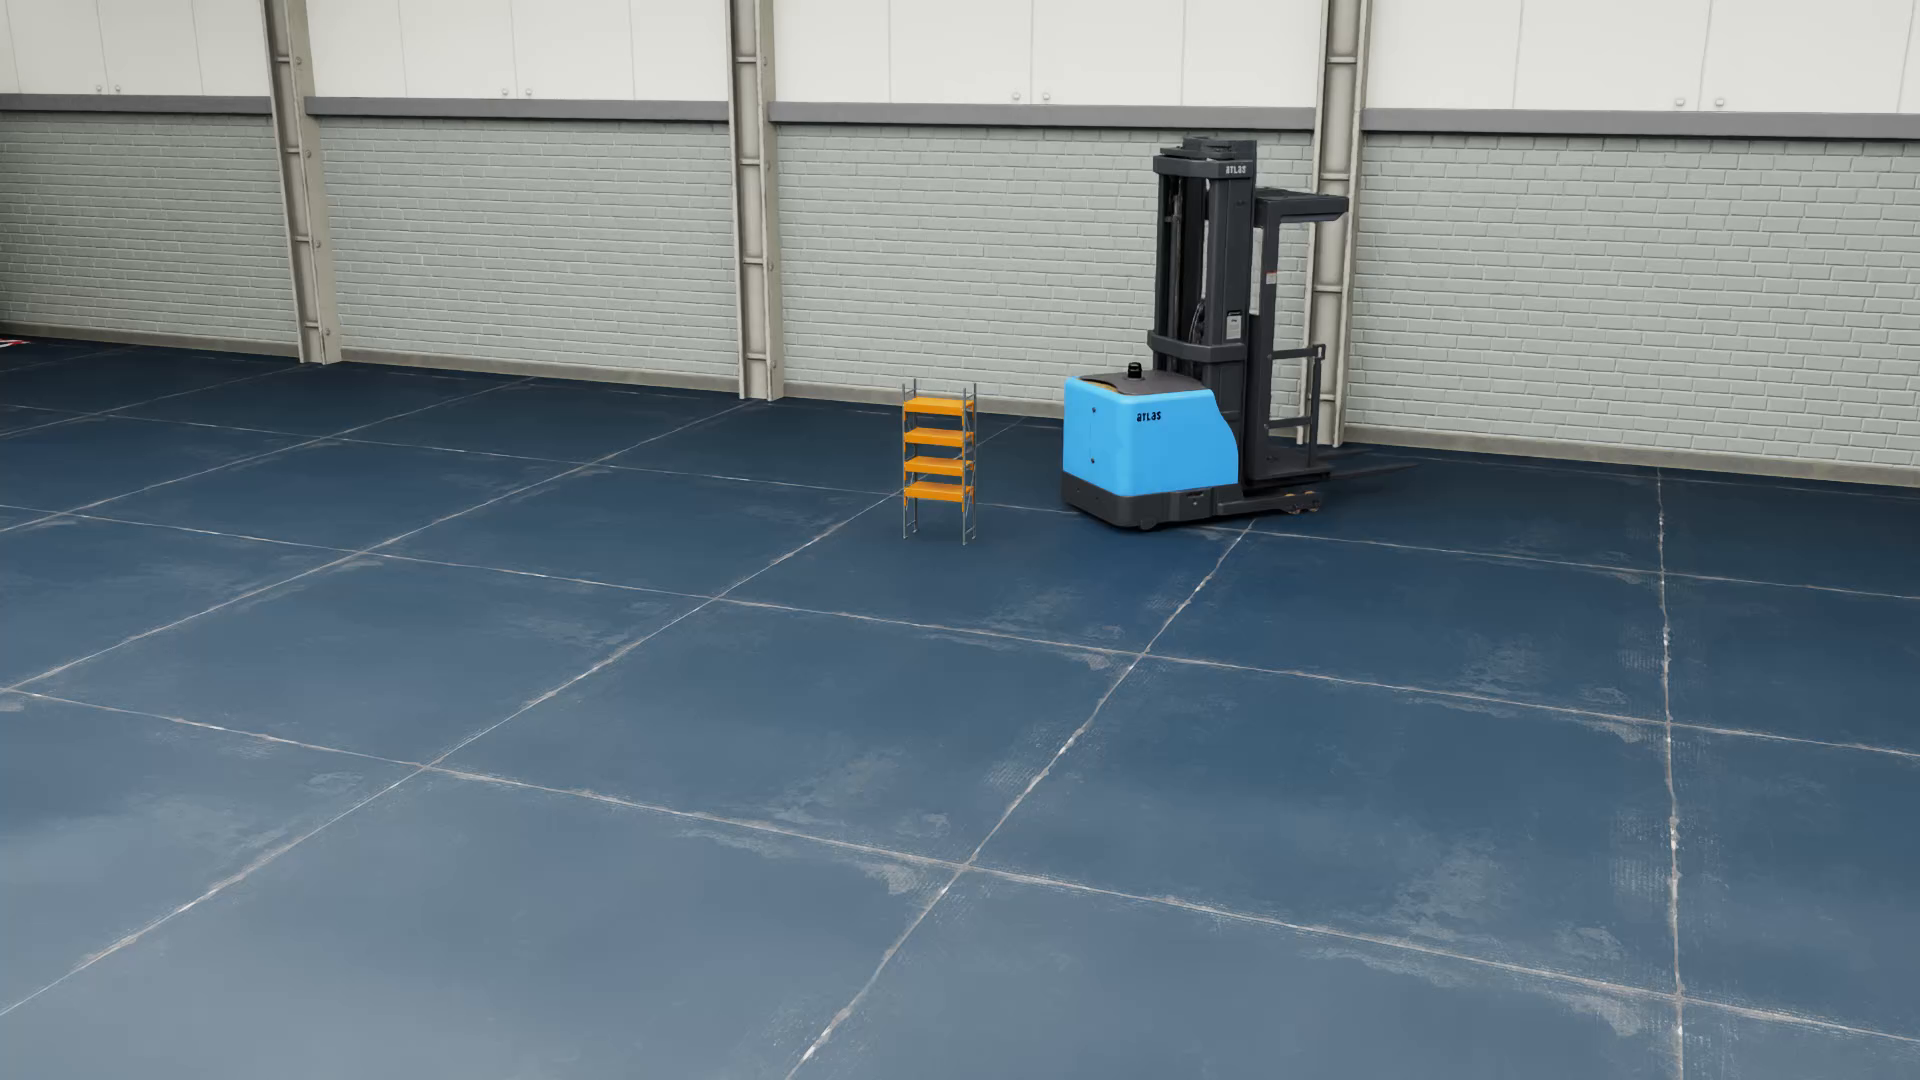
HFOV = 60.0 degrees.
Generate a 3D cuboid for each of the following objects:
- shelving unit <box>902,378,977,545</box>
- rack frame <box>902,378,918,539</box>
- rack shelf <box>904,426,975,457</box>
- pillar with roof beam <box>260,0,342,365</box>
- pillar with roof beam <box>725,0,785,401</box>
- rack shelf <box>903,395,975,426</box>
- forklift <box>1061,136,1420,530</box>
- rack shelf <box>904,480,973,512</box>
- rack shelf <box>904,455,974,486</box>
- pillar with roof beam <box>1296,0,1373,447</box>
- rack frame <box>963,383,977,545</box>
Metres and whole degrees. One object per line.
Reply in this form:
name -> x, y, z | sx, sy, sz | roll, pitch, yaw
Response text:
shelving unit -> -0.154, -0.593, 12.565 | 0.503, 1.200, 0.258 | 6, 17, 21
rack frame -> -0.381, -0.618, 12.651 | 0.015, 1.200, 0.240 | 6, 17, 21
rack shelf -> -0.154, -0.743, 12.521 | 0.480, 0.148, 0.258 | 6, 17, 21
pillar with roof beam -> -9.302, -5.366, 15.016 | 0.400, 9.000, 9.100 | 6, 17, 21
pillar with roof beam -> -3.720, -4.752, 12.902 | 0.400, 9.000, 9.100 | 6, 17, 21
rack shelf -> -0.154, -0.971, 12.455 | 0.480, 0.148, 0.258 | 6, 17, 21
forklift -> 2.384, -1.739, 13.407 | 3.031, 2.935, 1.130 | -7, 18, -24
rack shelf -> -0.154, -0.338, 12.639 | 0.480, 0.148, 0.258 | 6, 17, 21
rack shelf -> -0.154, -0.529, 12.583 | 0.480, 0.148, 0.258 | 6, 17, 21
pillar with roof beam -> 1.861, -4.138, 10.788 | 0.400, 9.000, 9.100 | 6, 17, 21
rack frame -> 0.073, -0.568, 12.479 | 0.015, 1.200, 0.240 | 6, 17, 21
